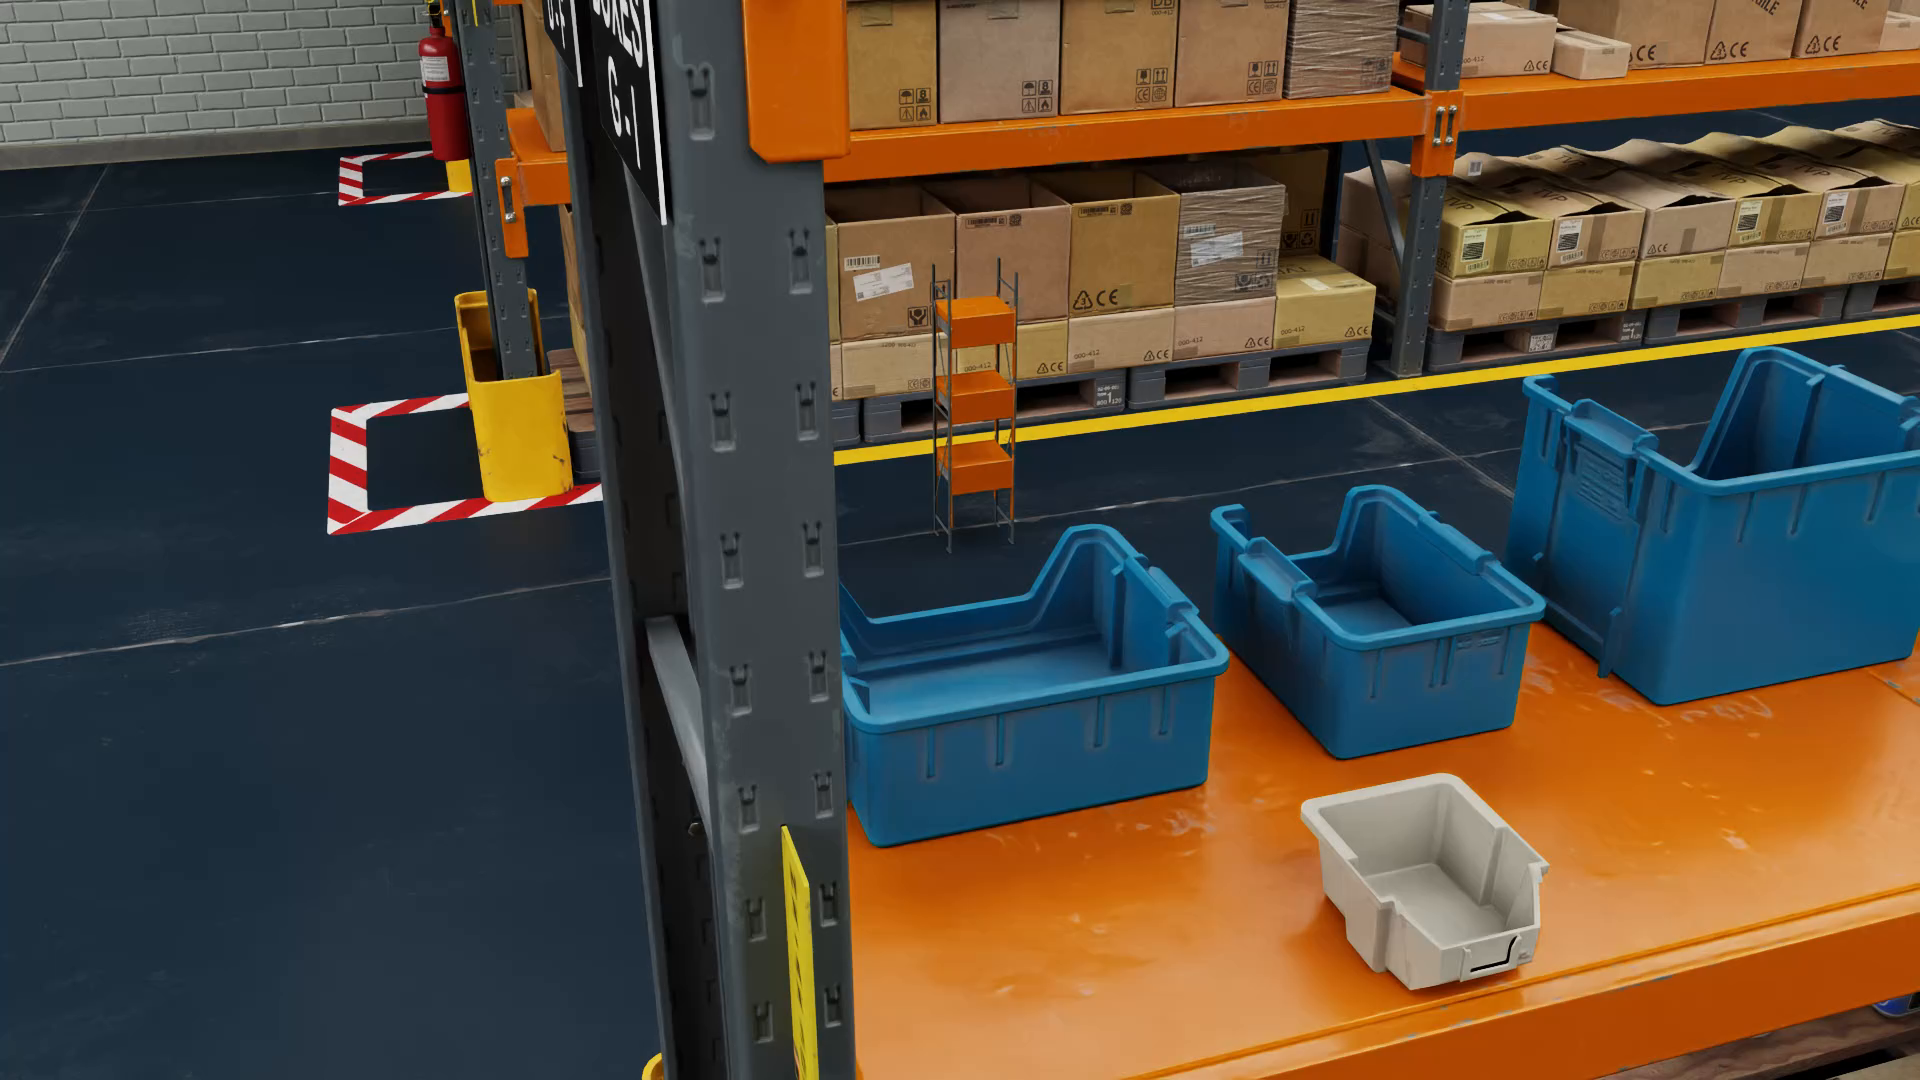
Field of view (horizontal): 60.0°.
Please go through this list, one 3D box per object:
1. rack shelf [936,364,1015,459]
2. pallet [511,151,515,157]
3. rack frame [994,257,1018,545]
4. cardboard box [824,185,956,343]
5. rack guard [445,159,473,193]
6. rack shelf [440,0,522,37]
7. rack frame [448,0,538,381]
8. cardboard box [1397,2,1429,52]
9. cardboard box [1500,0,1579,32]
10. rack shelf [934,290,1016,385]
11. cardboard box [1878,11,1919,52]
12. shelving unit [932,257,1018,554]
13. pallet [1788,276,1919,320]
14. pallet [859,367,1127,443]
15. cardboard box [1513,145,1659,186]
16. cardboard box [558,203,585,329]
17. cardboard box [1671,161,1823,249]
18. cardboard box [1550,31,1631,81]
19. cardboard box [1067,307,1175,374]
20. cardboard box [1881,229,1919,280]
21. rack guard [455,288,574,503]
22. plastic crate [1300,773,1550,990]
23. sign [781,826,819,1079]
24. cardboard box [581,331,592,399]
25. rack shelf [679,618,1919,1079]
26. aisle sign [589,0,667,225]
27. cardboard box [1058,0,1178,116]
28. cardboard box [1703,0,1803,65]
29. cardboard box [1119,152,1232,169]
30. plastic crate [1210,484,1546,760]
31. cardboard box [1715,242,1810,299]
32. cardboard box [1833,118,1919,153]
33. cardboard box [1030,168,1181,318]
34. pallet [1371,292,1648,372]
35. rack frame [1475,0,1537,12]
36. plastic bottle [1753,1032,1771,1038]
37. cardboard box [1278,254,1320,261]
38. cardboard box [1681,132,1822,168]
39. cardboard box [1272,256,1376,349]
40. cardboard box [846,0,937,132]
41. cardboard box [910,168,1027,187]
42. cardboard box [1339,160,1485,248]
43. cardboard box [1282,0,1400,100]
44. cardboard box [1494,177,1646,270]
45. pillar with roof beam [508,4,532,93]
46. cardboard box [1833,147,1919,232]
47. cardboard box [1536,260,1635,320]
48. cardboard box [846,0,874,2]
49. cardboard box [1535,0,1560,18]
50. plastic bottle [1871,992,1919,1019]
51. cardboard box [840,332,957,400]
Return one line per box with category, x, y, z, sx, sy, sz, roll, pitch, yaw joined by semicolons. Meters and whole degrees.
rack shelf;0.051;-0.468;6.036;0.240;0.259;0.215;-8;28;-16
pallet;-2.537;-2.710;11.471;1.213;0.211;1.003;-8;28;-16
rack frame;0.167;-0.494;6.065;0.008;1.050;0.200;-8;28;-16
cardboard box;-0.330;-1.174;7.017;0.500;0.500;0.500;-8;28;-16
rack guard;-3.320;-2.742;11.212;0.348;0.500;1.175;-8;28;-16
rack shelf;-1.491;-3.805;11.349;4.000;0.370;1.077;-8;28;-16
rack frame;-1.855;-1.757;6.417;0.127;3.000;1.000;-8;28;-16
cardboard box;3.546;-3.909;13.067;0.500;0.500;0.700;-8;27;-15
cardboard box;2.727;-2.447;7.956;0.258;0.266;0.396;-9;28;-17
rack shelf;0.051;-0.722;5.910;0.240;0.259;0.215;-8;28;-16
cardboard box;4.557;-2.547;8.290;0.250;0.149;0.380;-6;27;-12
shelving unit;0.051;-0.478;6.031;0.252;1.050;0.215;-8;28;-16
pallet;4.957;-1.513;9.061;1.213;0.211;1.003;-8;28;-16
pallet;0.017;-0.798;7.620;1.213;0.211;1.003;-8;28;-16
cardboard box;3.213;-1.835;8.562;0.500;0.311;0.500;-8;28;-16
cardboard box;-1.437;-1.250;7.170;0.500;0.500;0.500;-8;28;-16
cardboard box;3.880;-1.680;8.250;0.500;0.311;0.500;-7;27;-15
cardboard box;2.854;-2.231;7.654;0.250;0.149;0.380;-8;28;-16
cardboard box;0.626;-0.969;7.448;0.500;0.250;0.500;-8;28;-16
cardboard box;4.838;-1.568;8.654;0.500;0.250;0.500;-9;28;-17
rack guard;-1.878;-0.635;6.966;0.348;0.500;1.175;-8;28;-16
plastic crate;0.626;0.468;2.230;0.250;0.136;0.298;-8;28;-16
sign;-0.158;0.447;1.666;0.005;0.325;0.100;-8;28;-16
cardboard box;-1.276;-0.694;6.894;0.500;0.250;0.500;-8;28;-16
rack shelf;1.577;0.384;2.912;4.000;0.370;1.077;-8;28;-16
aisle sign;-0.302;-0.693;1.350;0.004;0.787;0.394;-8;28;-16
cardboard box;0.551;-2.146;7.088;0.500;0.500;0.700;-8;27;-15
cardboard box;3.661;-2.593;7.988;0.500;0.500;0.500;-8;28;-16
cardboard box;0.937;-1.597;7.870;0.500;0.500;0.500;-8;28;-16
plastic crate;0.678;0.122;2.799;0.408;0.251;0.499;-8;28;-16
cardboard box;3.871;-1.428;8.372;0.500;0.250;0.500;-8;27;-15
cardboard box;5.163;-2.119;9.134;0.500;0.311;0.500;-7;27;-14
cardboard box;0.622;-1.310;7.292;0.500;0.500;0.500;-8;28;-16
pallet;2.637;-1.177;8.384;1.213;0.211;1.003;-8;28;-16
rack frame;4.214;-4.953;12.854;0.127;3.000;1.000;-8;28;-16
plastic bottle;1.722;0.963;3.588;0.097;0.201;0.097;0;26;0
cardboard box;1.413;-1.329;8.174;0.500;0.250;0.500;-8;28;-16
cardboard box;4.180;-1.974;8.842;0.500;0.311;0.500;-9;28;-17
cardboard box;1.575;-1.109;7.730;0.500;0.250;0.500;-8;28;-16
cardboard box;-0.435;-2.001;6.796;0.500;0.500;0.700;-8;28;-16
cardboard box;-0.015;-1.462;7.598;0.500;0.500;0.500;-8;28;-16
cardboard box;2.245;-1.693;8.276;0.500;0.311;0.500;-8;28;-16
cardboard box;1.528;-2.289;7.376;0.500;0.500;0.700;-9;28;-17
cardboard box;2.896;-1.534;7.956;0.500;0.311;0.500;-9;28;-17
pillar with roof beam;-1.662;-5.180;6.565;0.400;9.000;9.100;-8;28;-16
cardboard box;4.838;-1.816;8.524;0.500;0.311;0.500;-9;28;-17
cardboard box;2.895;-1.285;8.086;0.500;0.250;0.500;-8;27;-15
cardboard box;-0.434;-2.199;6.463;0.250;0.149;0.380;-9;28;-18
cardboard box;4.954;-4.224;13.330;0.750;0.750;0.750;-9;28;-17
plastic bottle;2.069;0.889;3.655;0.135;0.276;0.152;-8;28;-16
cardboard box;-0.326;-0.833;7.174;0.500;0.250;0.500;-8;28;-16
